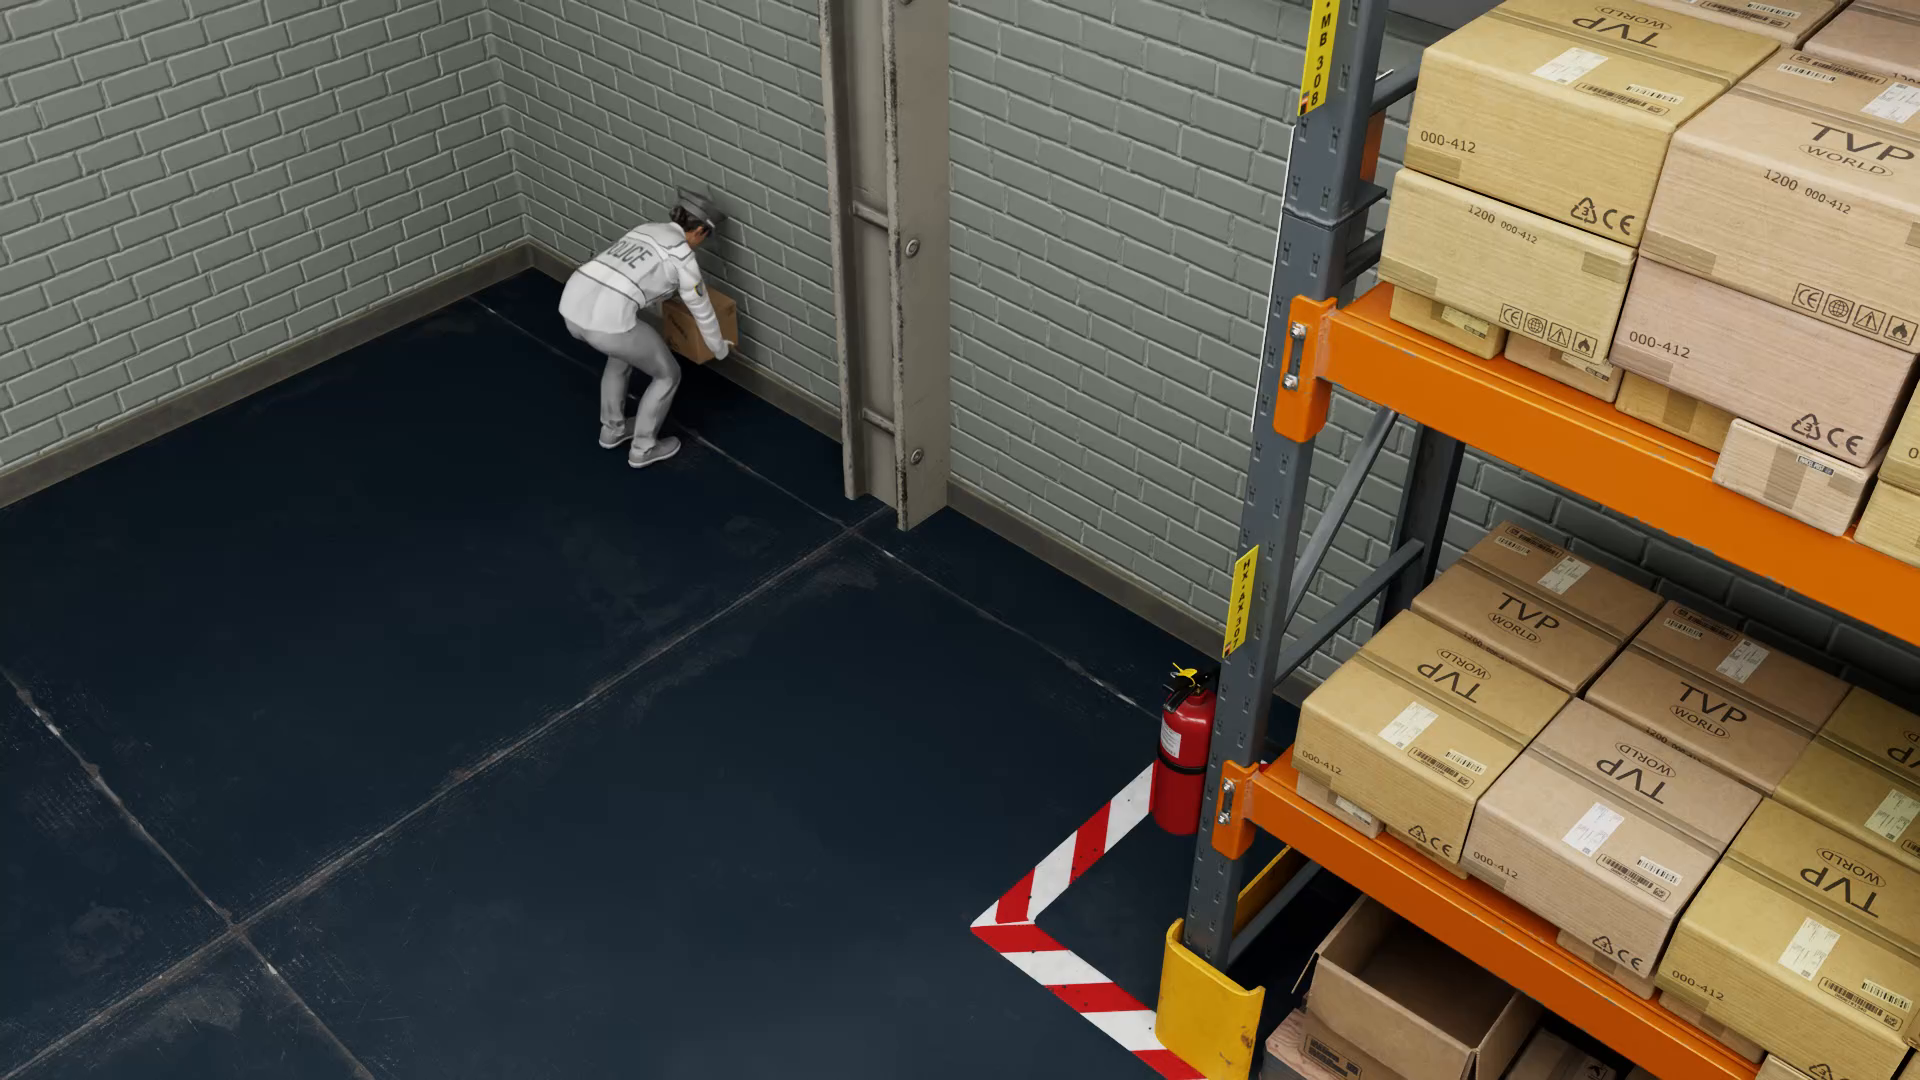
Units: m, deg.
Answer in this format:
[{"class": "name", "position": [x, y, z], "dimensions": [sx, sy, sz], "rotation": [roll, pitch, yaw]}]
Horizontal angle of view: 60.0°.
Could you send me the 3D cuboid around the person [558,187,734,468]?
[{"class": "person", "position": [-1.409, -0.991, 7.746], "dimensions": [0.436, 1.168, 0.912], "rotation": [29, 47, 30]}]
